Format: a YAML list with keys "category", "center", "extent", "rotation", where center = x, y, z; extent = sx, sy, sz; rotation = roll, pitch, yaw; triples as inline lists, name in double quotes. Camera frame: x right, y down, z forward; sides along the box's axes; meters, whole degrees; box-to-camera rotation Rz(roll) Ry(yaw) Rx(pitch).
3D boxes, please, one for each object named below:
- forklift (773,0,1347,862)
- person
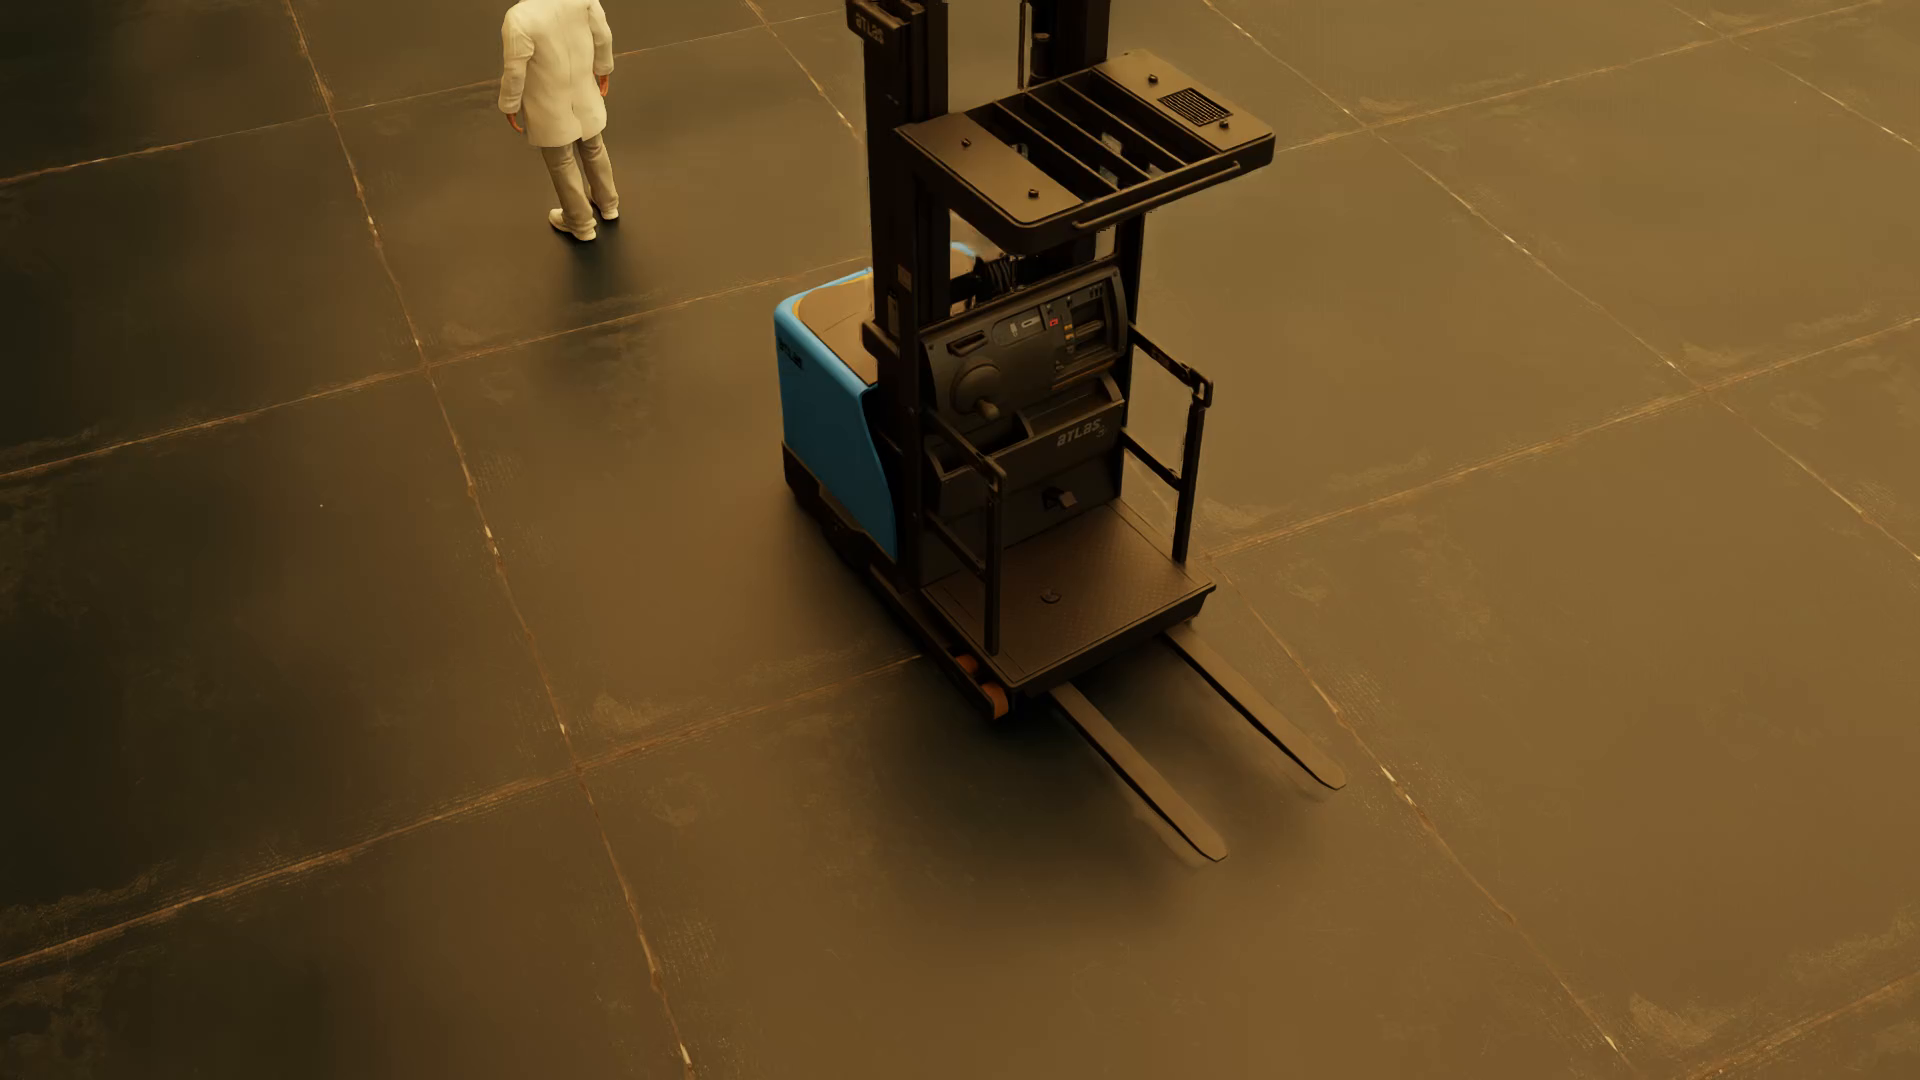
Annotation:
- category: "forklift"
  center: [0.390, -0.690, 6.419]
  extent: [1.130, 2.935, 3.031]
  rotation: [-25, 48, -24]
- category: "person"
  center: [-2.253, -2.491, 9.185]
  extent: [0.694, 1.775, 0.581]
  rotation: [-28, 50, -27]
